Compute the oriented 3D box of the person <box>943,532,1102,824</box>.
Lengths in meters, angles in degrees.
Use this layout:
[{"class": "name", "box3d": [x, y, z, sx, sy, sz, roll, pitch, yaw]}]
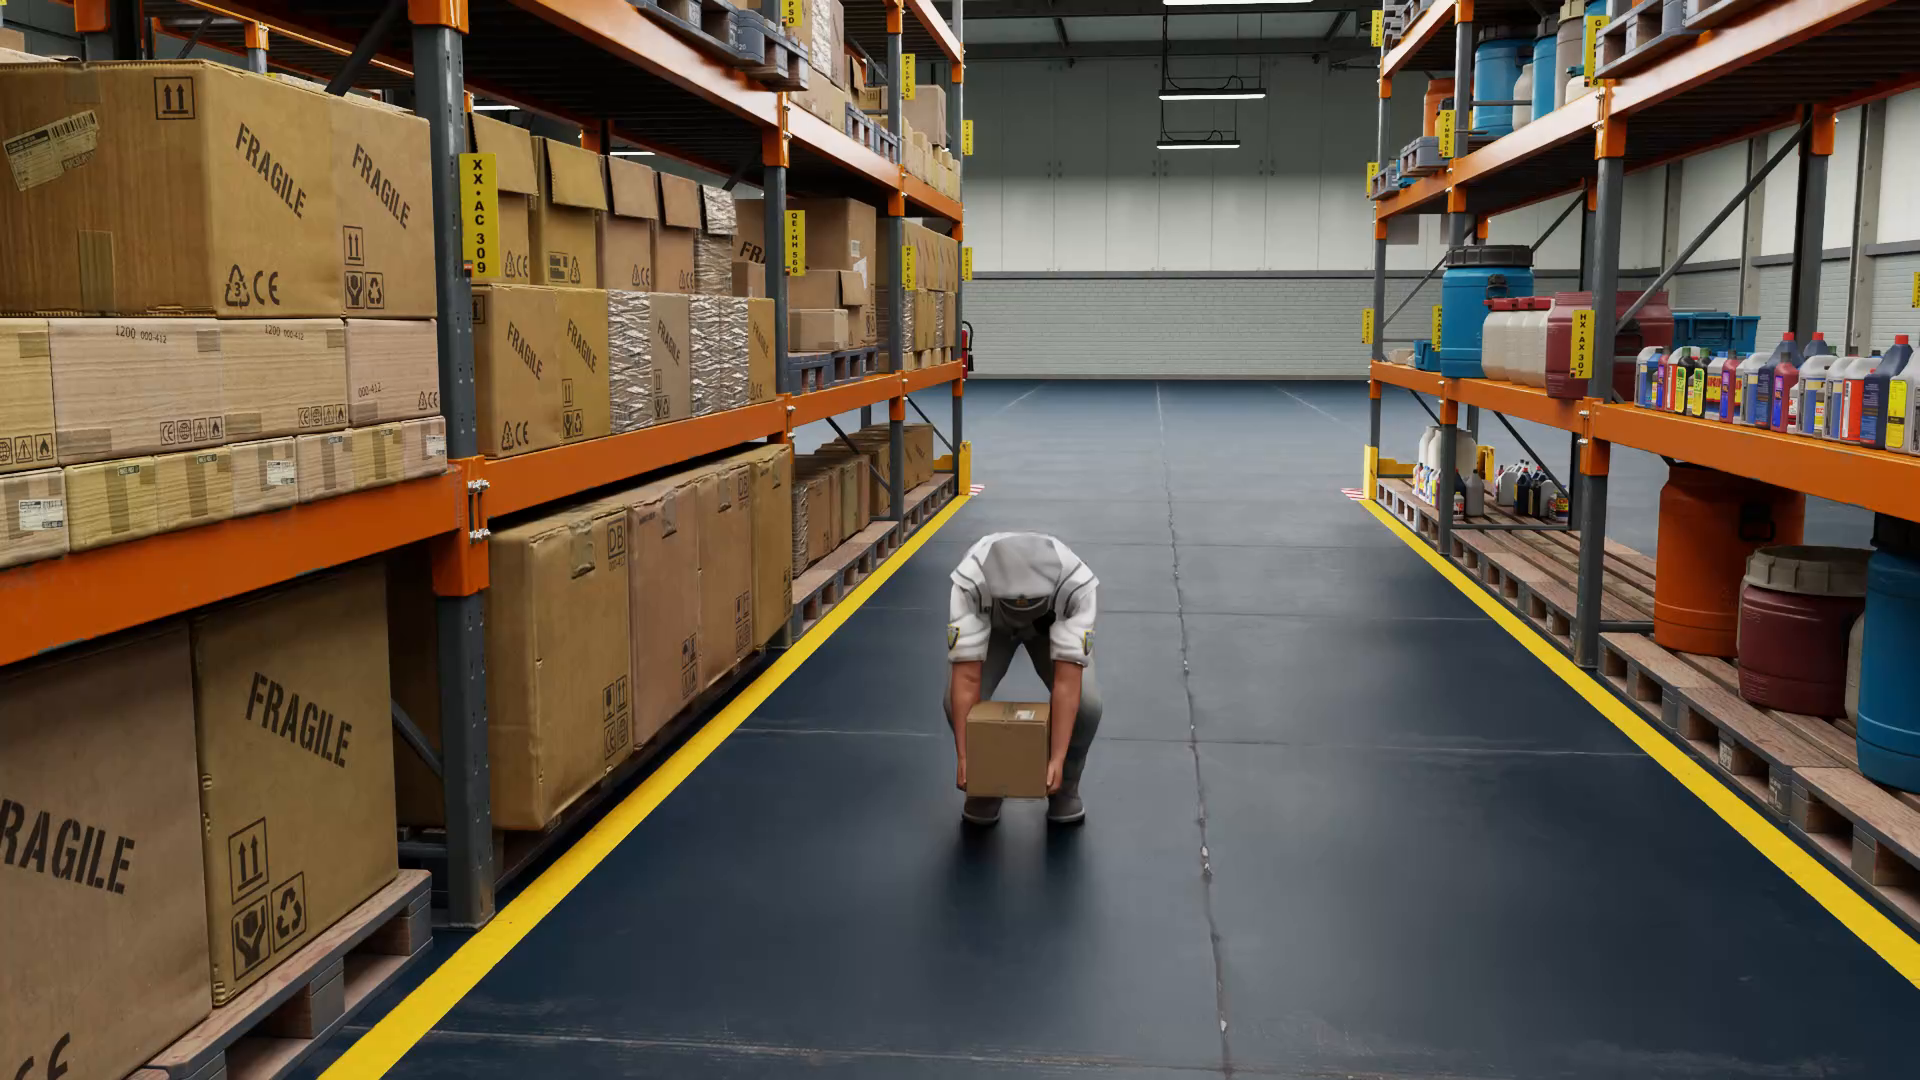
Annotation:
[{"class": "person", "box3d": [0.208, 0.454, 5.544, 0.534, 1.043, 1.029, 0, 8, 4]}]
